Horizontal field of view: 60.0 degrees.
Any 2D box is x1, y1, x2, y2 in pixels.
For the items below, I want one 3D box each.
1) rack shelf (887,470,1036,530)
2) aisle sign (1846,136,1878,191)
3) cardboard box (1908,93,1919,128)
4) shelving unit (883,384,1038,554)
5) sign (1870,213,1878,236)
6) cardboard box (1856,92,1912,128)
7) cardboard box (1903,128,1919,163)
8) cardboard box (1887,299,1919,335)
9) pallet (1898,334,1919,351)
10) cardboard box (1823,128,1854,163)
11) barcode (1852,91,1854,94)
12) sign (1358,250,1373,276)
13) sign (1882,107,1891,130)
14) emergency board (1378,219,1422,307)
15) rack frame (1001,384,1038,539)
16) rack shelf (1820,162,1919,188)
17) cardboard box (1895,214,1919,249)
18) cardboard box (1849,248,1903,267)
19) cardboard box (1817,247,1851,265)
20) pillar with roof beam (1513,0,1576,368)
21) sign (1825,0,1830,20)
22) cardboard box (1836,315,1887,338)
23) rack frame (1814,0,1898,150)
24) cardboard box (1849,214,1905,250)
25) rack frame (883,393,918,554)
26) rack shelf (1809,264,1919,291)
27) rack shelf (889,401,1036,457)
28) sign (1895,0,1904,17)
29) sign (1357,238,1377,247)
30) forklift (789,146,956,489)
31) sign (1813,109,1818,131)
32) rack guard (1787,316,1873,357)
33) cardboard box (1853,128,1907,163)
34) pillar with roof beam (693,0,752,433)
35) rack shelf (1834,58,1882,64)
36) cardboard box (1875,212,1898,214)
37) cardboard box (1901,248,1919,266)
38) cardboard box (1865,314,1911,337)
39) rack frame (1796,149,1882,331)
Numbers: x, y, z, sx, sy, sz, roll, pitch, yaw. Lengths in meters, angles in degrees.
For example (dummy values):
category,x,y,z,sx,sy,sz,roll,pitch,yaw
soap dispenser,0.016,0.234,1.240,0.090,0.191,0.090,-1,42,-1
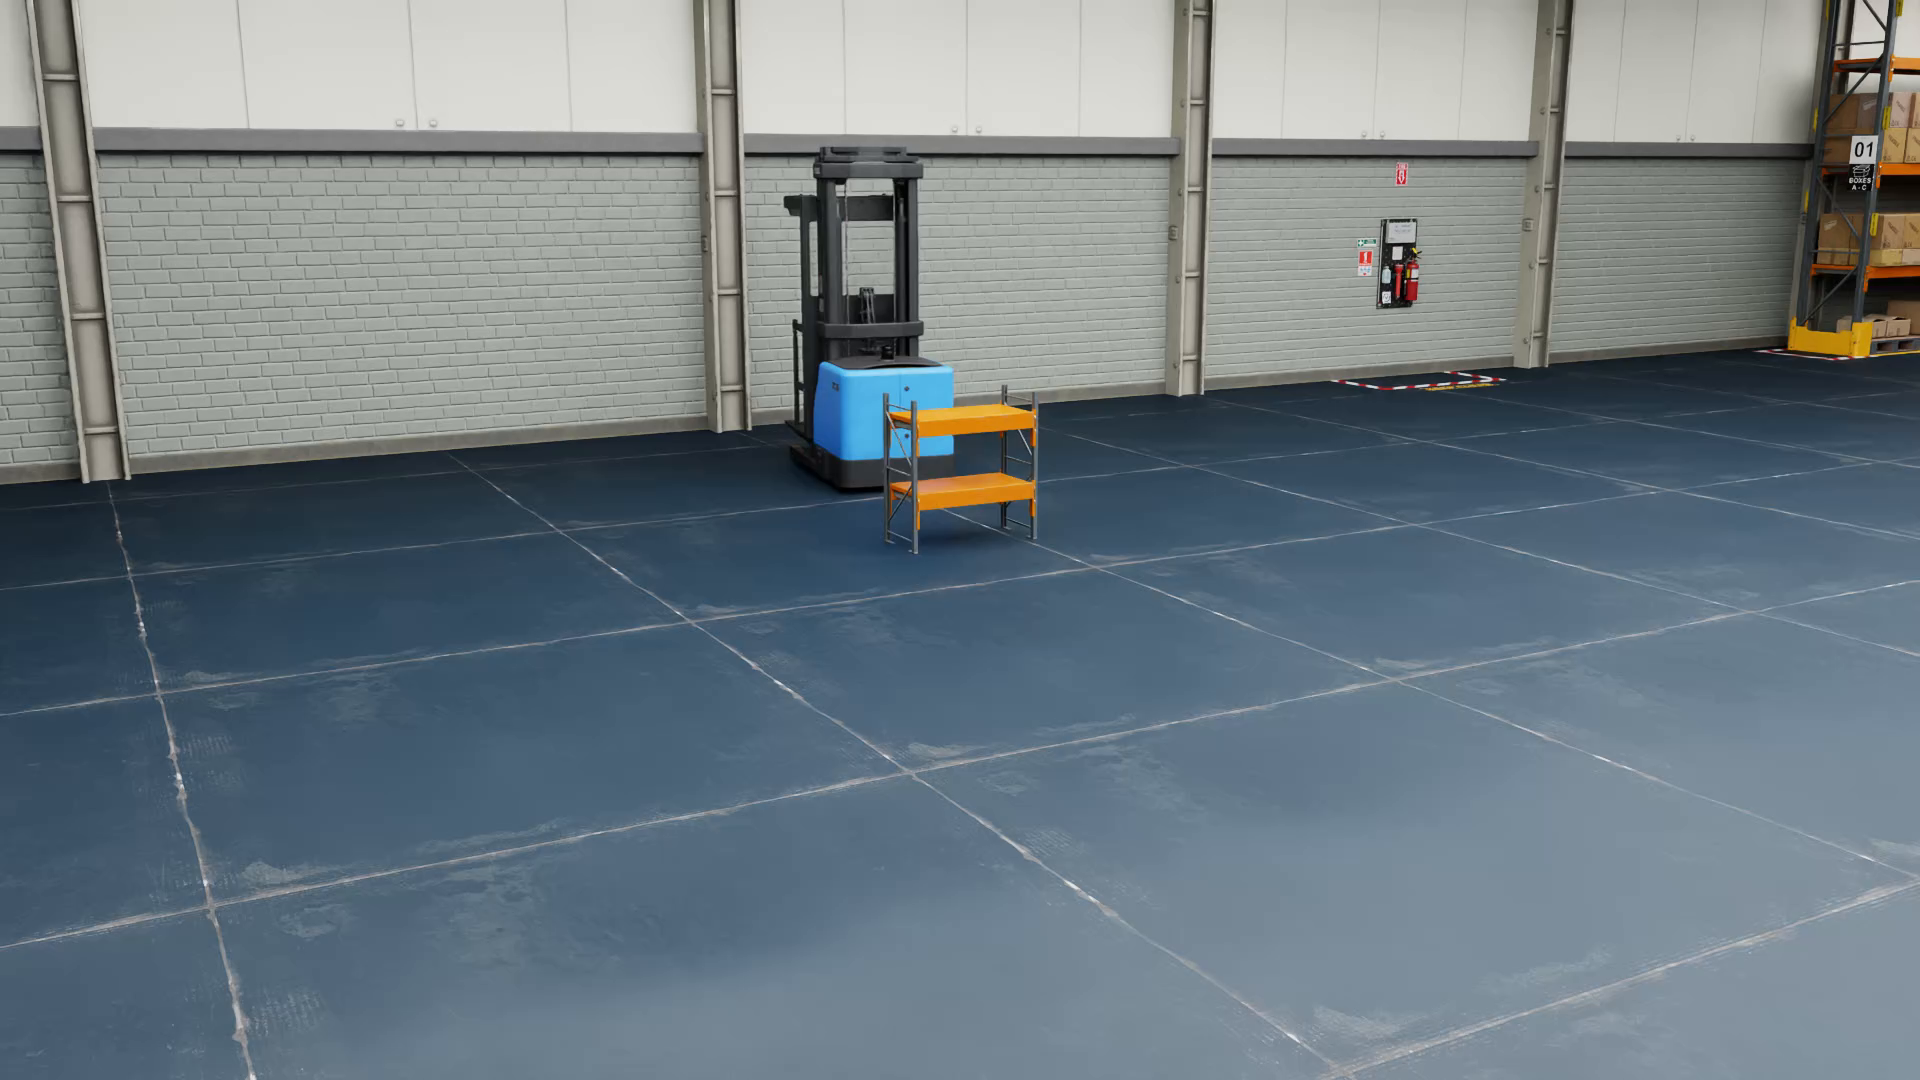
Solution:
category,x,y,z,sx,sy,sz,roll,pitch,yaw
rack shelf,0.006,-0.311,12.543,1.000,0.278,0.538,-7,14,-28
aisle sign,13.201,-5.508,24.333,0.004,0.787,0.394,-7,14,-28
cardboard box,14.039,-6.352,24.620,0.500,0.500,0.500,-7,14,-29
shelving unit,0.006,-0.549,12.489,1.048,1.125,0.538,-7,14,-28
sign,13.381,-4.623,24.349,0.005,0.325,0.100,-7,14,-28
cardboard box,13.575,-6.309,24.429,0.500,0.500,0.500,-8,15,-32
cardboard box,14.022,-5.864,24.729,0.500,0.500,0.500,-6,14,-24
cardboard box,14.939,-3.484,25.948,0.500,0.500,0.700,-8,15,-31
pallet,14.987,-3.159,26.166,1.213,0.211,1.003,-7,14,-28
cardboard box,13.365,-5.920,24.978,0.500,0.500,0.500,-6,14,-24
barcode,13.504,-6.769,25.153,0.075,0.075,0.001,-7,14,-28
sign,5.332,-3.641,21.875,0.234,0.329,0.001,-7,14,-28
sign,13.381,-6.091,24.019,0.005,0.325,0.100,-7,14,-28
emergency board,5.870,-3.662,22.050,0.636,1.158,0.192,-7,14,-28
rack frame,0.452,-0.603,12.726,0.032,1.125,0.500,-7,14,-28
rack shelf,14.876,-5.628,25.593,4.000,0.370,1.077,-7,14,-28
cardboard box,14.122,-4.650,25.029,0.500,0.500,0.500,-7,14,-28
cardboard box,13.701,-4.232,24.879,0.500,0.250,0.500,-7,15,-29
cardboard box,13.438,-4.329,25.307,0.500,0.250,0.500,-7,14,-27
pillar with roof beam,10.117,-6.012,18.827,0.400,9.000,9.100,-7,14,-28
sign,12.872,-7.874,24.615,0.005,0.325,0.100,-7,14,-28
cardboard box,13.771,-3.264,25.402,0.500,0.311,0.500,-9,15,-34
rack frame,13.120,-7.232,24.250,0.127,3.000,1.000,-7,14,-28
cardboard box,13.683,-4.600,24.806,0.500,0.500,0.500,-7,14,-28
rack frame,-0.440,-0.496,12.251,0.032,1.125,0.500,-7,14,-28
rack shelf,14.876,-4.165,25.923,4.000,0.370,1.077,-7,14,-28
rack shelf,0.006,-0.835,12.425,1.000,0.278,0.538,-7,14,-28
sign,13.380,-7.622,23.674,0.005,0.325,0.100,-7,14,-28
sign,5.340,-3.898,21.812,0.331,0.109,0.001,-7,14,-28
forklift,-0.993,-2.151,15.491,1.130,2.935,3.031,-4,13,-18
sign,12.872,-6.310,24.967,0.005,0.325,0.100,-7,14,-28
rack guard,13.187,-3.094,25.219,0.348,0.500,1.175,-7,14,-28
cardboard box,13.534,-5.814,24.508,0.500,0.500,0.500,-6,14,-26
pillar with roof beam,-0.416,-4.749,13.217,0.400,9.000,9.100,-7,14,-28
rack shelf,14.876,-7.220,25.235,3.809,0.052,0.919,-7,14,-28
cardboard box,14.331,-4.805,25.715,0.500,0.500,0.500,-7,15,-29
cardboard box,14.150,-4.290,25.134,0.500,0.250,0.500,-7,15,-30
cardboard box,14.271,-3.324,25.668,0.500,0.311,0.500,-6,14,-23
rack frame,13.120,-4.306,24.909,0.127,3.000,1.000,-7,14,-28
